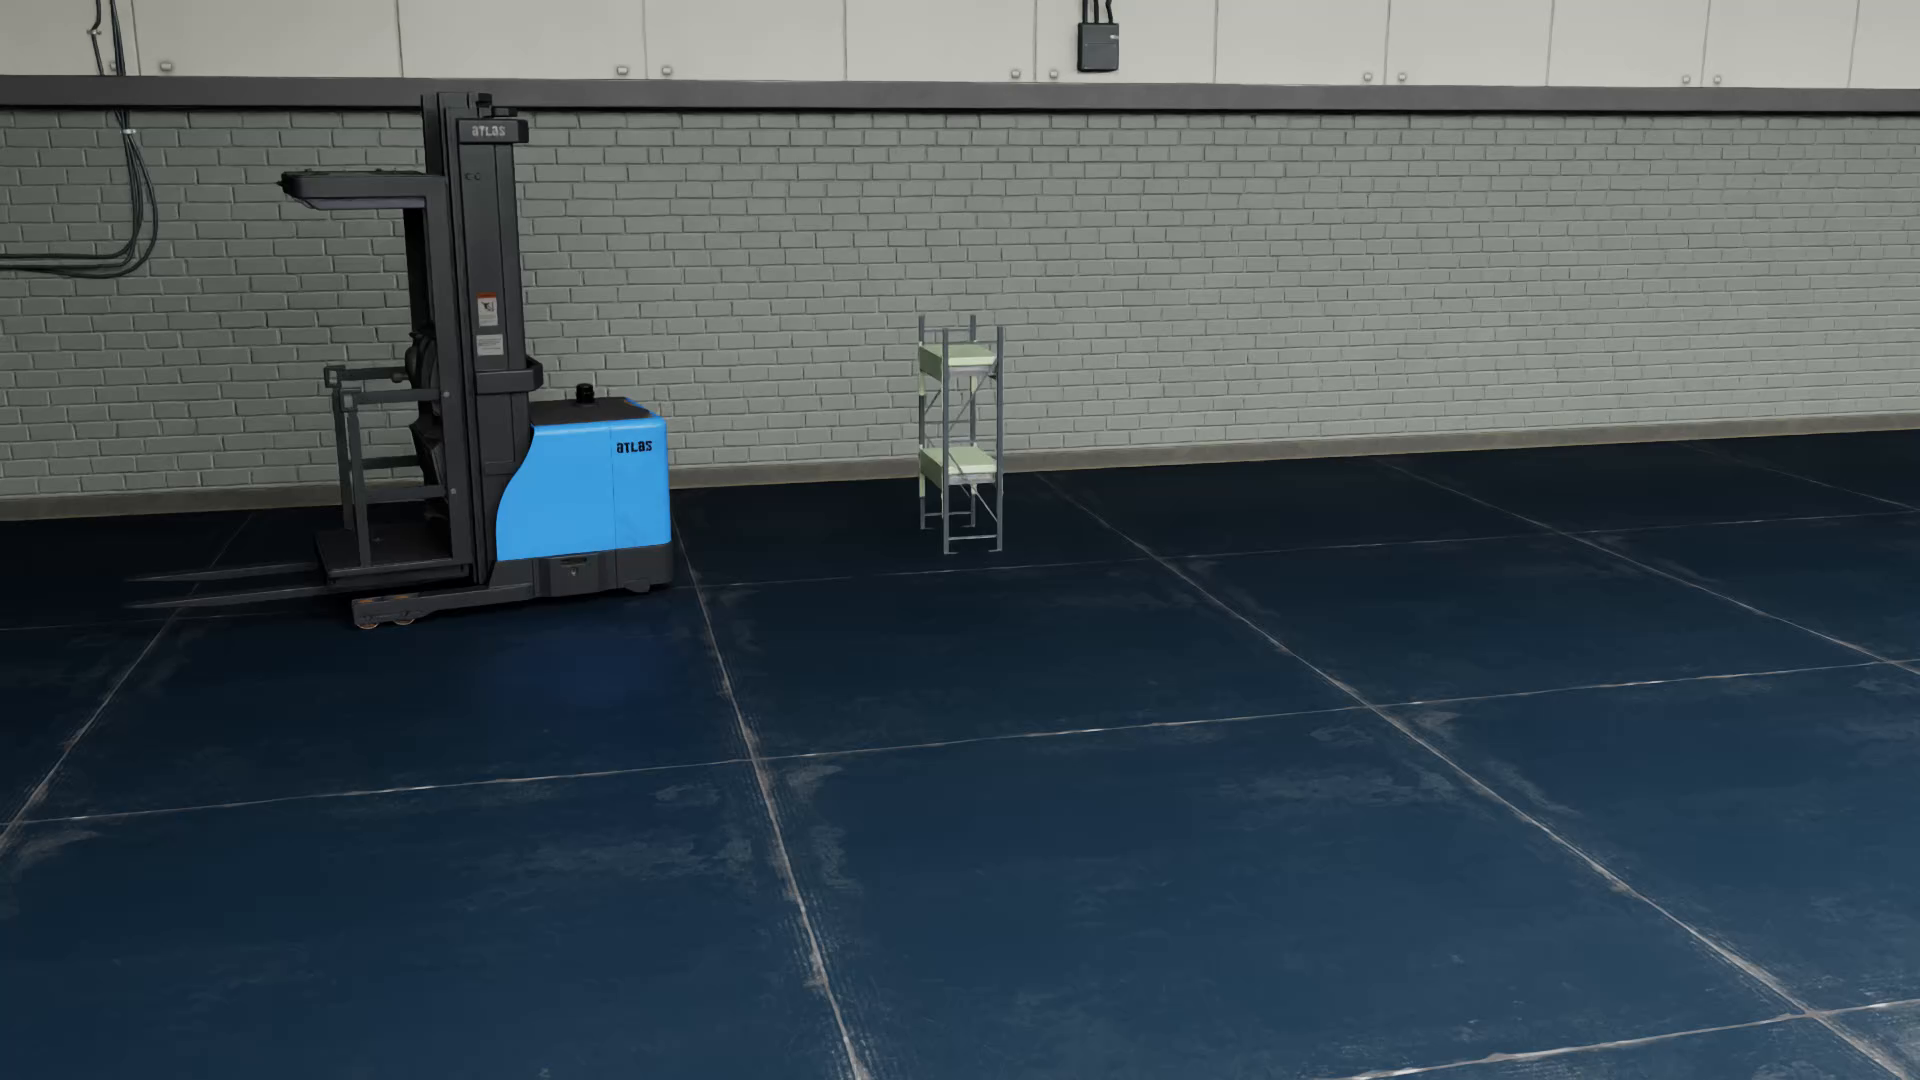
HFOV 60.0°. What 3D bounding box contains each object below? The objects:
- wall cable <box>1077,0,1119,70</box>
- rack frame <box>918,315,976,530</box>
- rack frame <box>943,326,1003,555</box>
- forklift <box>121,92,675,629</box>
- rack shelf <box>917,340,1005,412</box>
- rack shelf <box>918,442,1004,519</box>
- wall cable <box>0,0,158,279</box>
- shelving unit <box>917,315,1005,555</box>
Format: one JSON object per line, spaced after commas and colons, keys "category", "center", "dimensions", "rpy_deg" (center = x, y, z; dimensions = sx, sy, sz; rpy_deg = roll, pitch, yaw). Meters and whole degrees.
{"category": "wall cable", "center": [2.061, -6.663, 12.571], "dimensions": [2.305, 6.003, 0.169], "rpy_deg": [-3, 14, -13]}
{"category": "rack frame", "center": [-0.088, -0.815, 11.601], "dimensions": [0.400, 1.500, 0.023], "rpy_deg": [-3, 14, -13]}
{"category": "rack frame", "center": [0.084, -0.646, 10.910], "dimensions": [0.400, 1.500, 0.023], "rpy_deg": [-3, 14, -13]}
{"category": "forklift", "center": [-3.298, -1.064, 9.606], "dimensions": [3.031, 2.935, 1.130], "rpy_deg": [-6, 15, -24]}
{"category": "rack shelf", "center": [-0.002, -1.109, 11.163], "dimensions": [0.431, 0.370, 0.720], "rpy_deg": [-3, 14, -13]}
{"category": "rack shelf", "center": [-0.002, -0.413, 11.333], "dimensions": [0.431, 0.370, 0.720], "rpy_deg": [-3, 14, -13]}
{"category": "wall cable", "center": [-7.171, -2.977, 11.192], "dimensions": [3.097, 2.526, 0.112], "rpy_deg": [-3, 14, -13]}
{"category": "shelving unit", "center": [-0.002, -0.730, 11.255], "dimensions": [0.431, 1.500, 0.755], "rpy_deg": [-3, 14, -13]}
